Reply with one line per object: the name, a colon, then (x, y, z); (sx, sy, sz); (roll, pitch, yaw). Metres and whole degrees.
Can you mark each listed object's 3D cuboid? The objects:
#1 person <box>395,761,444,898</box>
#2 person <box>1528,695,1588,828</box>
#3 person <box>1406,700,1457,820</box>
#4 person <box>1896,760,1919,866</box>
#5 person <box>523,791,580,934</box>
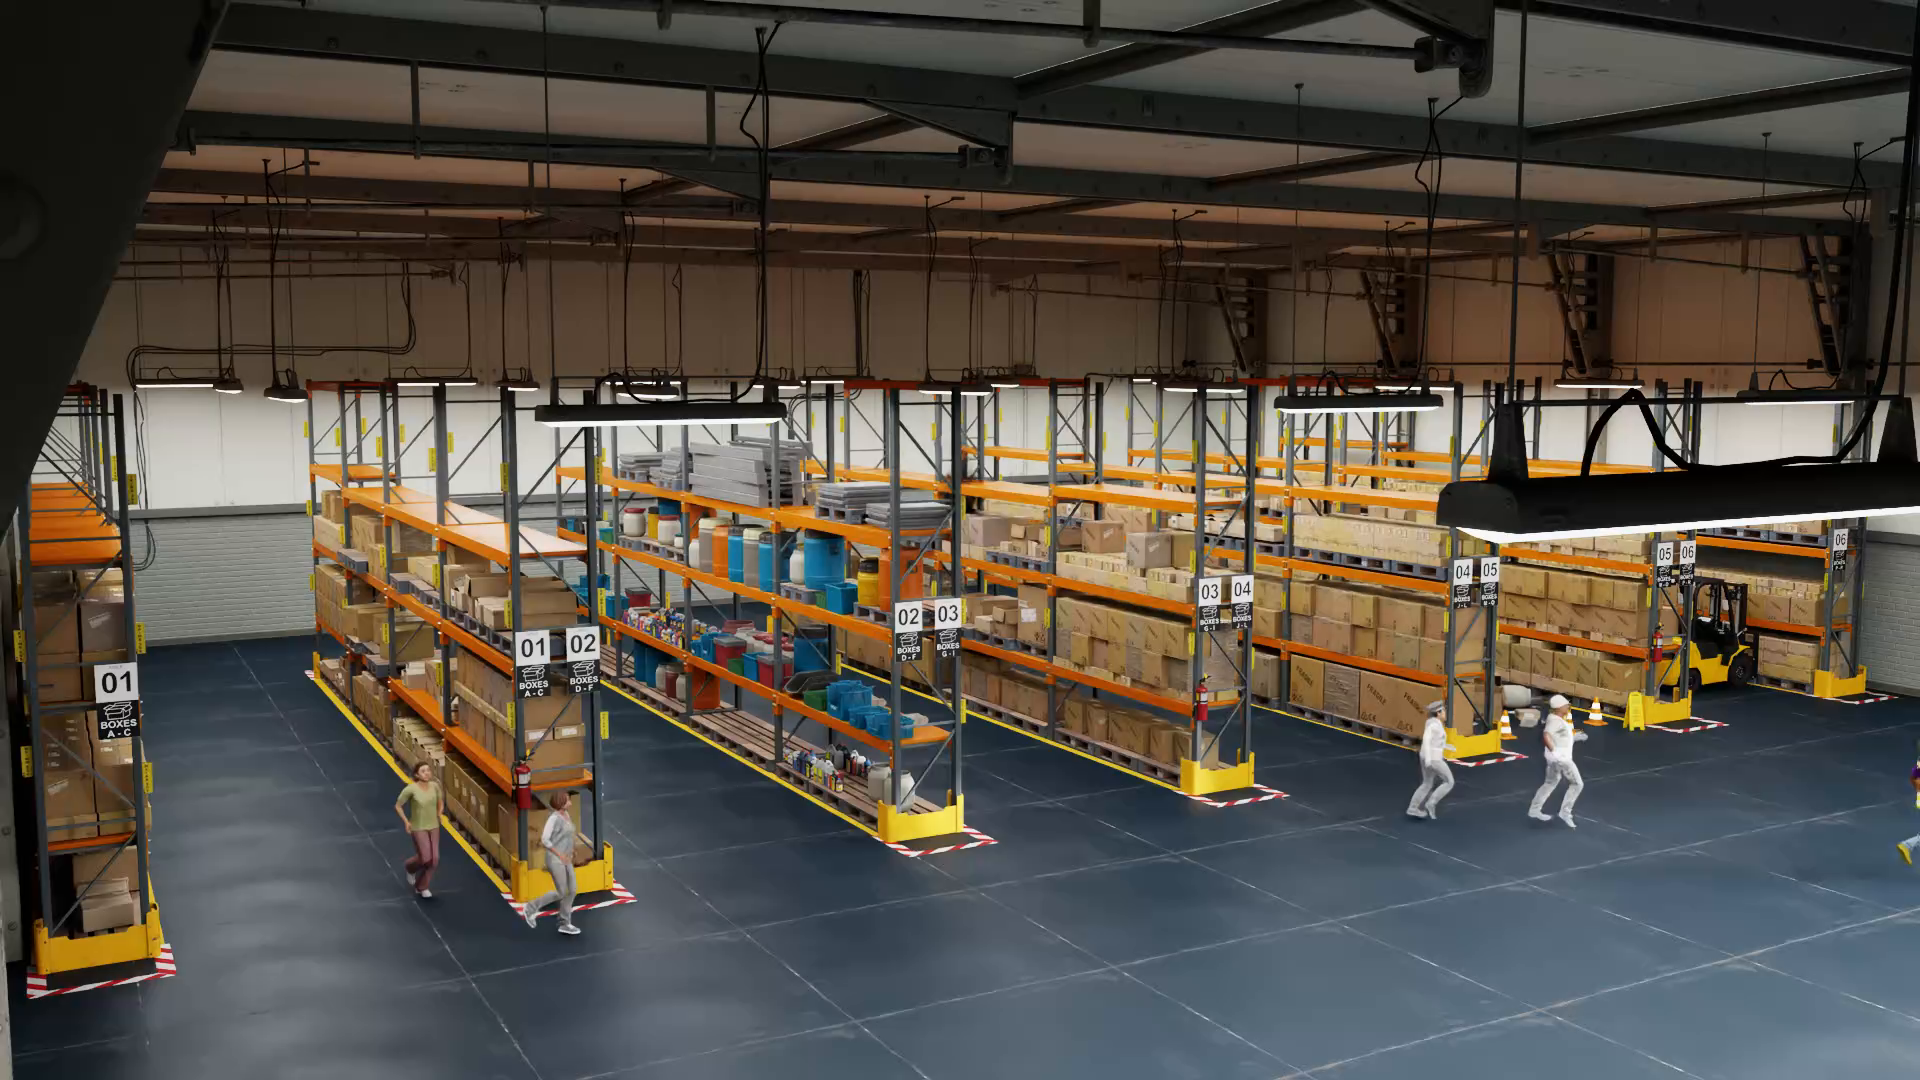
person: (-6.372, 3.429, 19.766); (0.567, 1.621, 0.546); (-6, 8, -44)
person: (8.207, 3.031, 22.758); (0.758, 1.832, 0.659); (0, 6, 4)
person: (6.566, 3.064, 23.101); (0.673, 1.690, 0.613); (0, 6, -1)
person: (11.949, 3.299, 20.518); (0.602, 1.714, 0.733); (0, 6, 3)
person: (-4.521, 3.585, 18.619); (0.645, 1.555, 0.600); (1, 6, 5)
